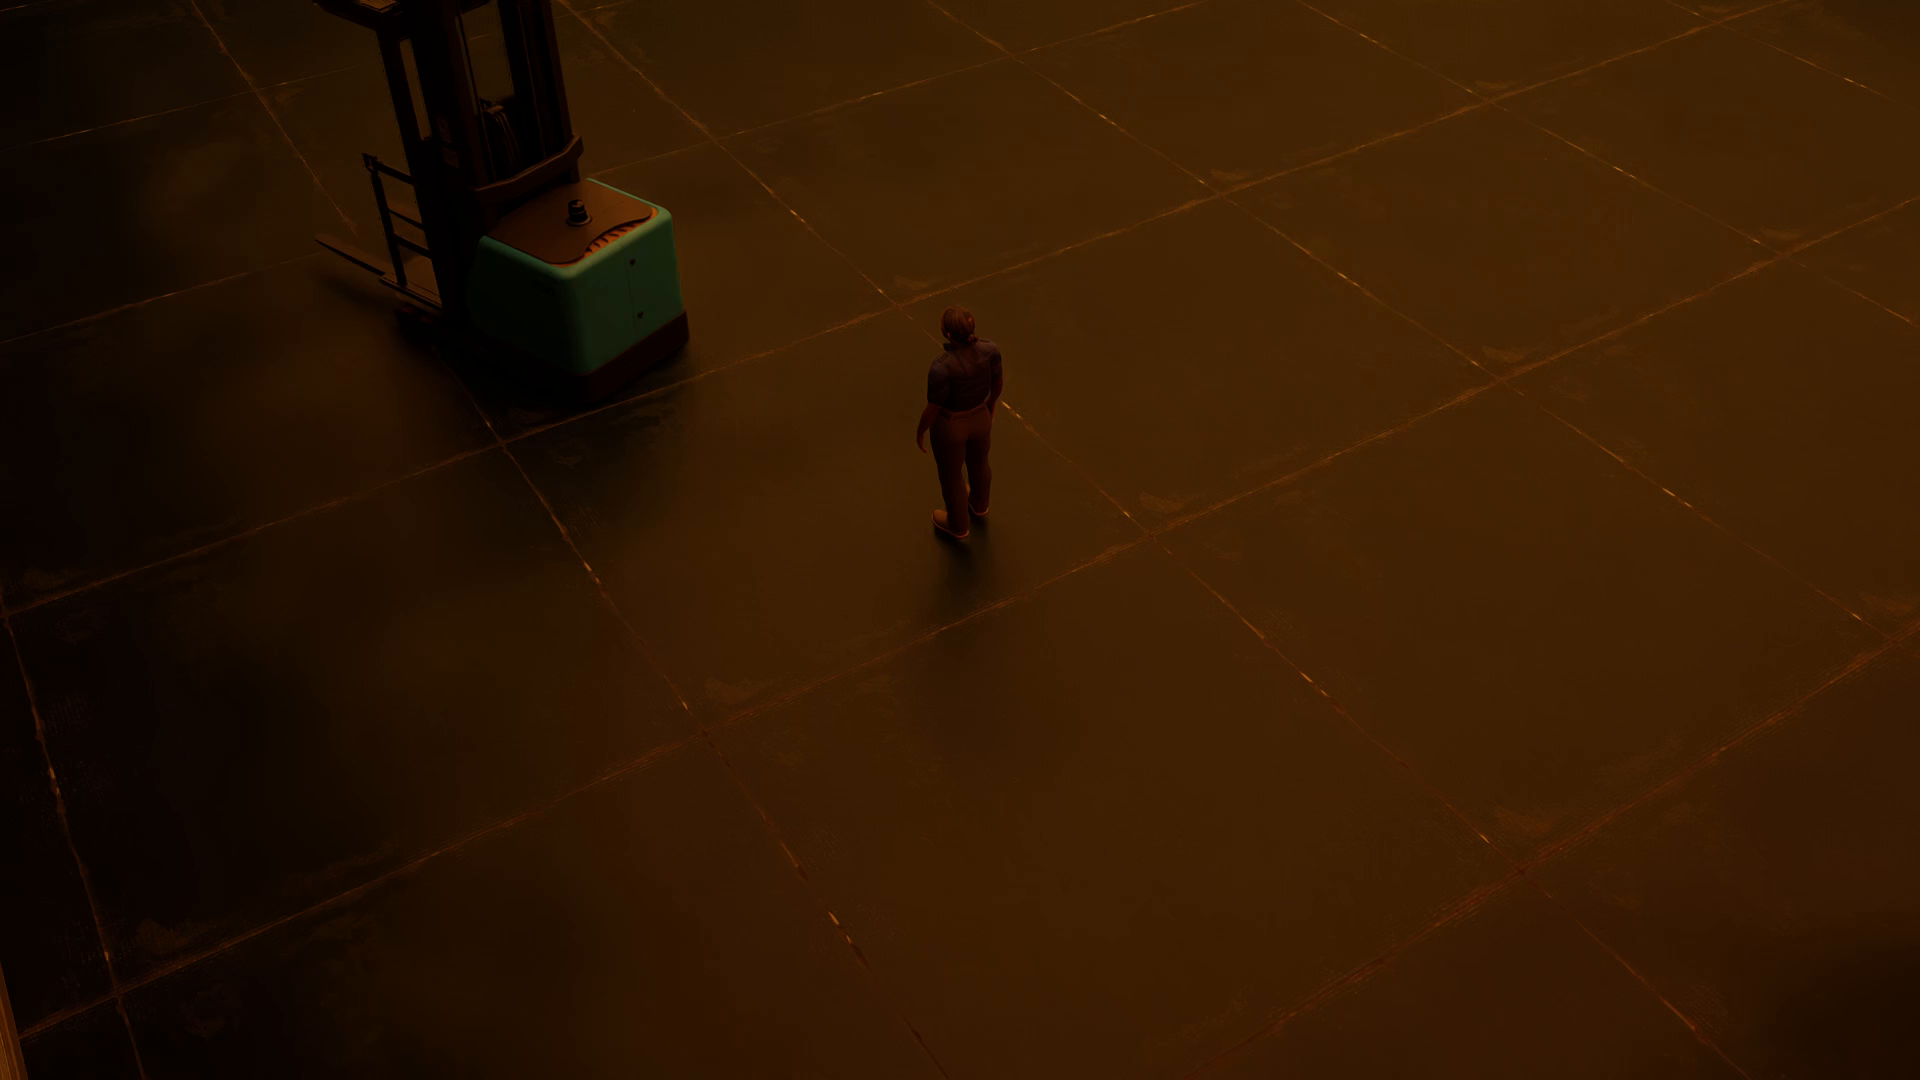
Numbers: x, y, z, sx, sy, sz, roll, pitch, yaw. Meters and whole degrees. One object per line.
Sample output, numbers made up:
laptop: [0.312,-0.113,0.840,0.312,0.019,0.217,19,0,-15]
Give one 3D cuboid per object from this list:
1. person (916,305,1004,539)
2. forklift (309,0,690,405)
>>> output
person: [-0.030,-0.714,9.587,0.569,1.654,0.504,-23,46,-24]
forklift: [-3.378,-2.778,11.050,3.031,2.935,1.130,25,47,26]
